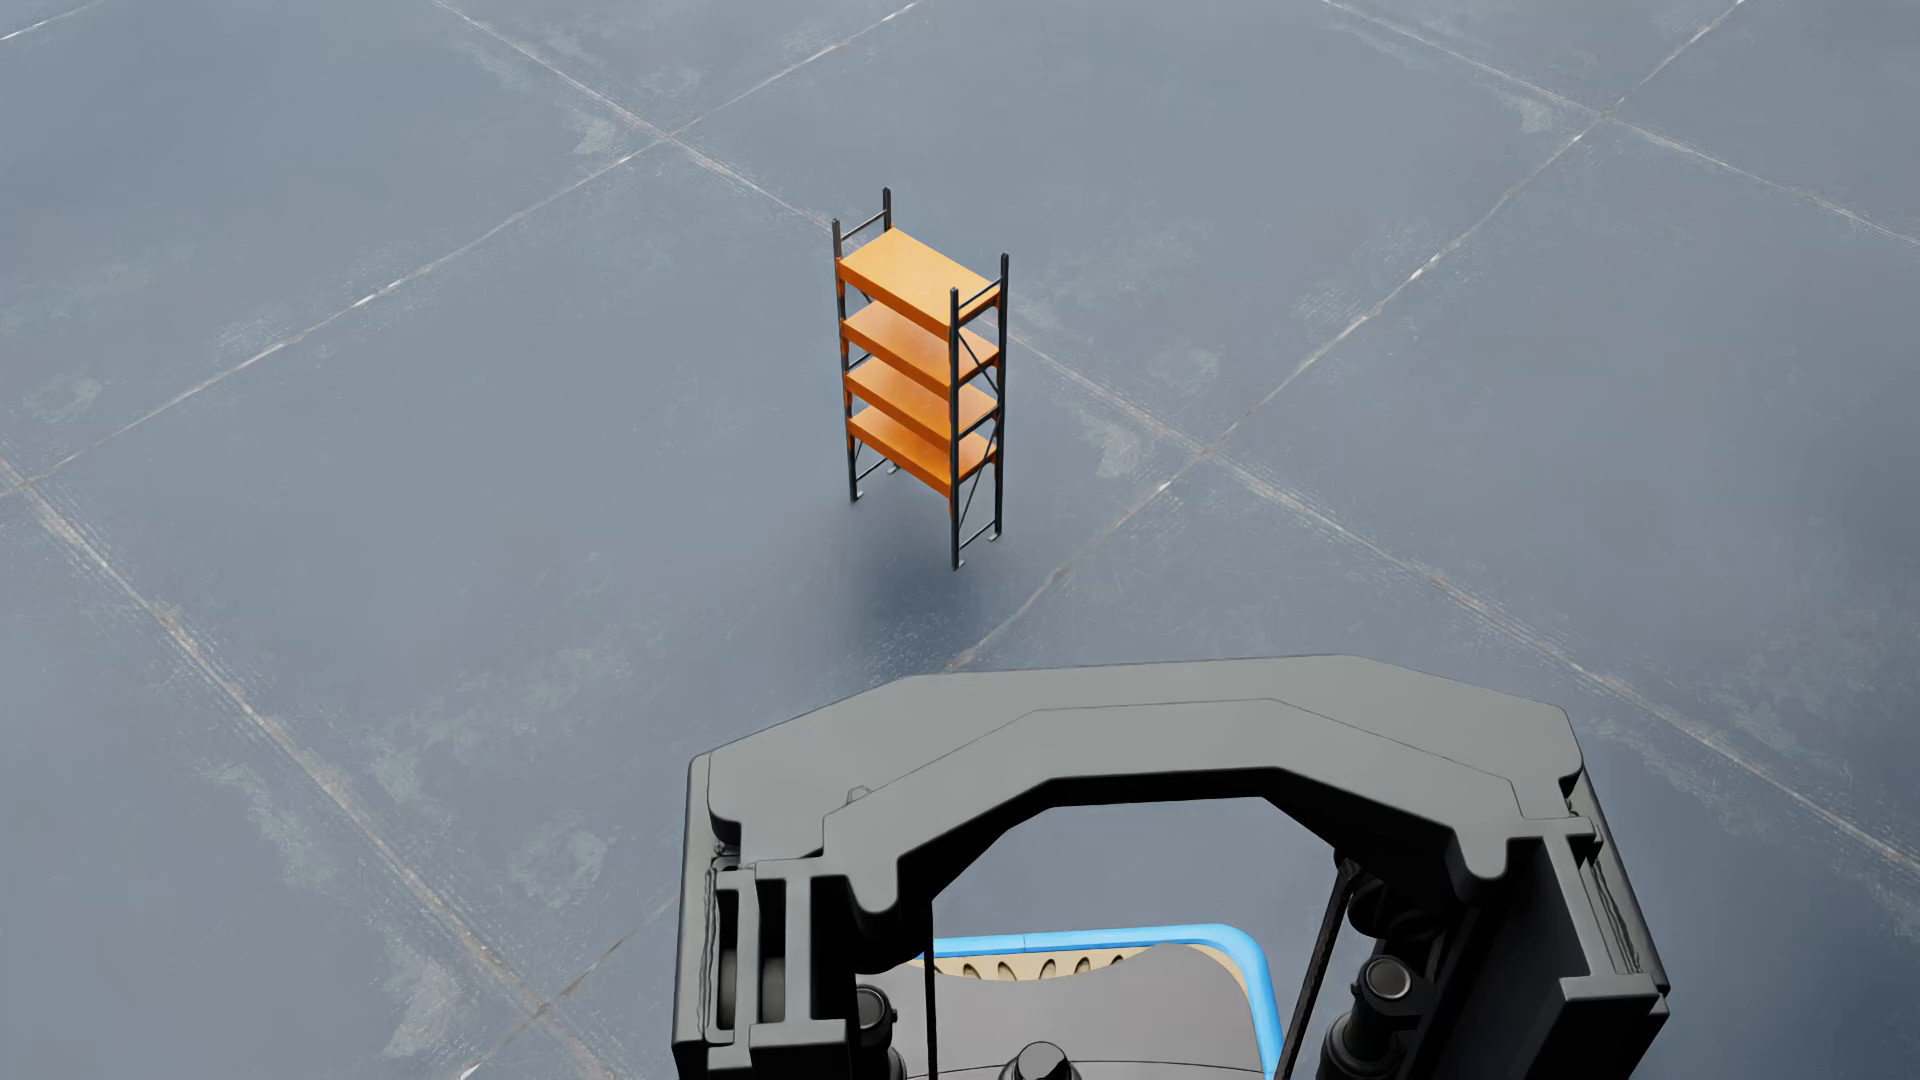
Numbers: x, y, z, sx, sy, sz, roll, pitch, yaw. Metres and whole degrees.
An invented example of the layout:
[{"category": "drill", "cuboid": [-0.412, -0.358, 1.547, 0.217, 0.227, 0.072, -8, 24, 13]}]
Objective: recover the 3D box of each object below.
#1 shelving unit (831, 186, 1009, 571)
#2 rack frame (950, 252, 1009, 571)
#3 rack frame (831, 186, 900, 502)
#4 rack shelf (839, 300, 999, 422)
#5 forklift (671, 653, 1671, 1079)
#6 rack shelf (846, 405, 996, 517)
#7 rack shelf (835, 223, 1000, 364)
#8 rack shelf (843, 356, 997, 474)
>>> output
[{"category": "shelving unit", "cuboid": [-0.122, -0.493, 5.389, 0.503, 1.200, 0.258, 34, 55, 28]}, {"category": "rack frame", "cuboid": [0.058, -0.372, 5.276, 0.015, 1.200, 0.240, 34, 55, 28]}, {"category": "rack frame", "cuboid": [-0.301, -0.613, 5.503, 0.015, 1.200, 0.240, 34, 55, 28]}, {"category": "rack shelf", "cuboid": [-0.122, -0.600, 5.275, 0.480, 0.148, 0.258, 34, 55, 28]}, {"category": "forklift", "cuboid": [0.225, 1.638, 2.201, 1.130, 2.935, 3.031, -3, 47, -2]}, {"category": "rack shelf", "cuboid": [-0.122, -0.311, 5.583, 0.480, 0.148, 0.258, 34, 55, 28]}, {"category": "rack shelf", "cuboid": [-0.122, -0.762, 5.103, 0.480, 0.148, 0.258, 34, 55, 28]}, {"category": "rack shelf", "cuboid": [-0.122, -0.447, 5.438, 0.480, 0.148, 0.258, 34, 55, 28]}]
